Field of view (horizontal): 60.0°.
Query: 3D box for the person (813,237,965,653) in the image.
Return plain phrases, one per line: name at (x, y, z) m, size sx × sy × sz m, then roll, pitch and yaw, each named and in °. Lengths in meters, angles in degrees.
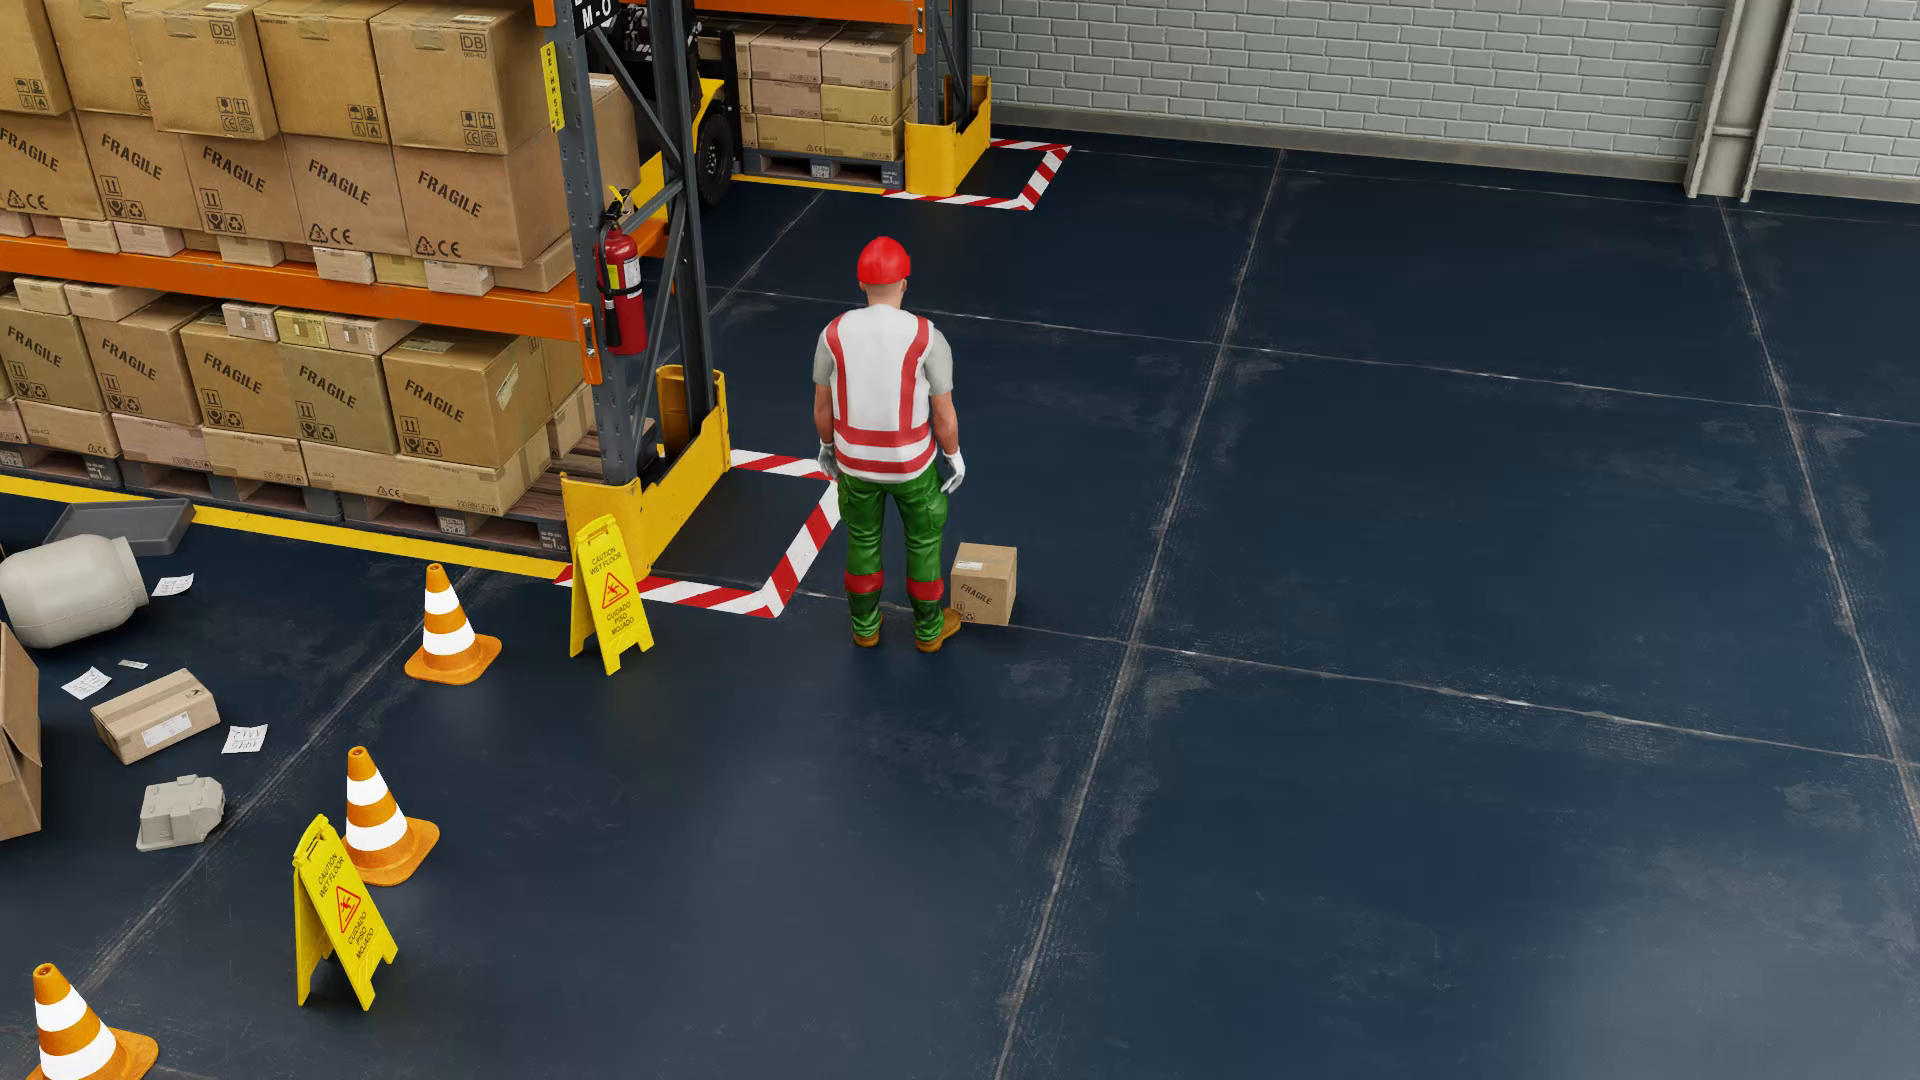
person at (-0.278, -0.344, 6.664) m, size 0.604 × 1.778 × 0.453 m, roll 6°, pitch 33°, yaw 10°
